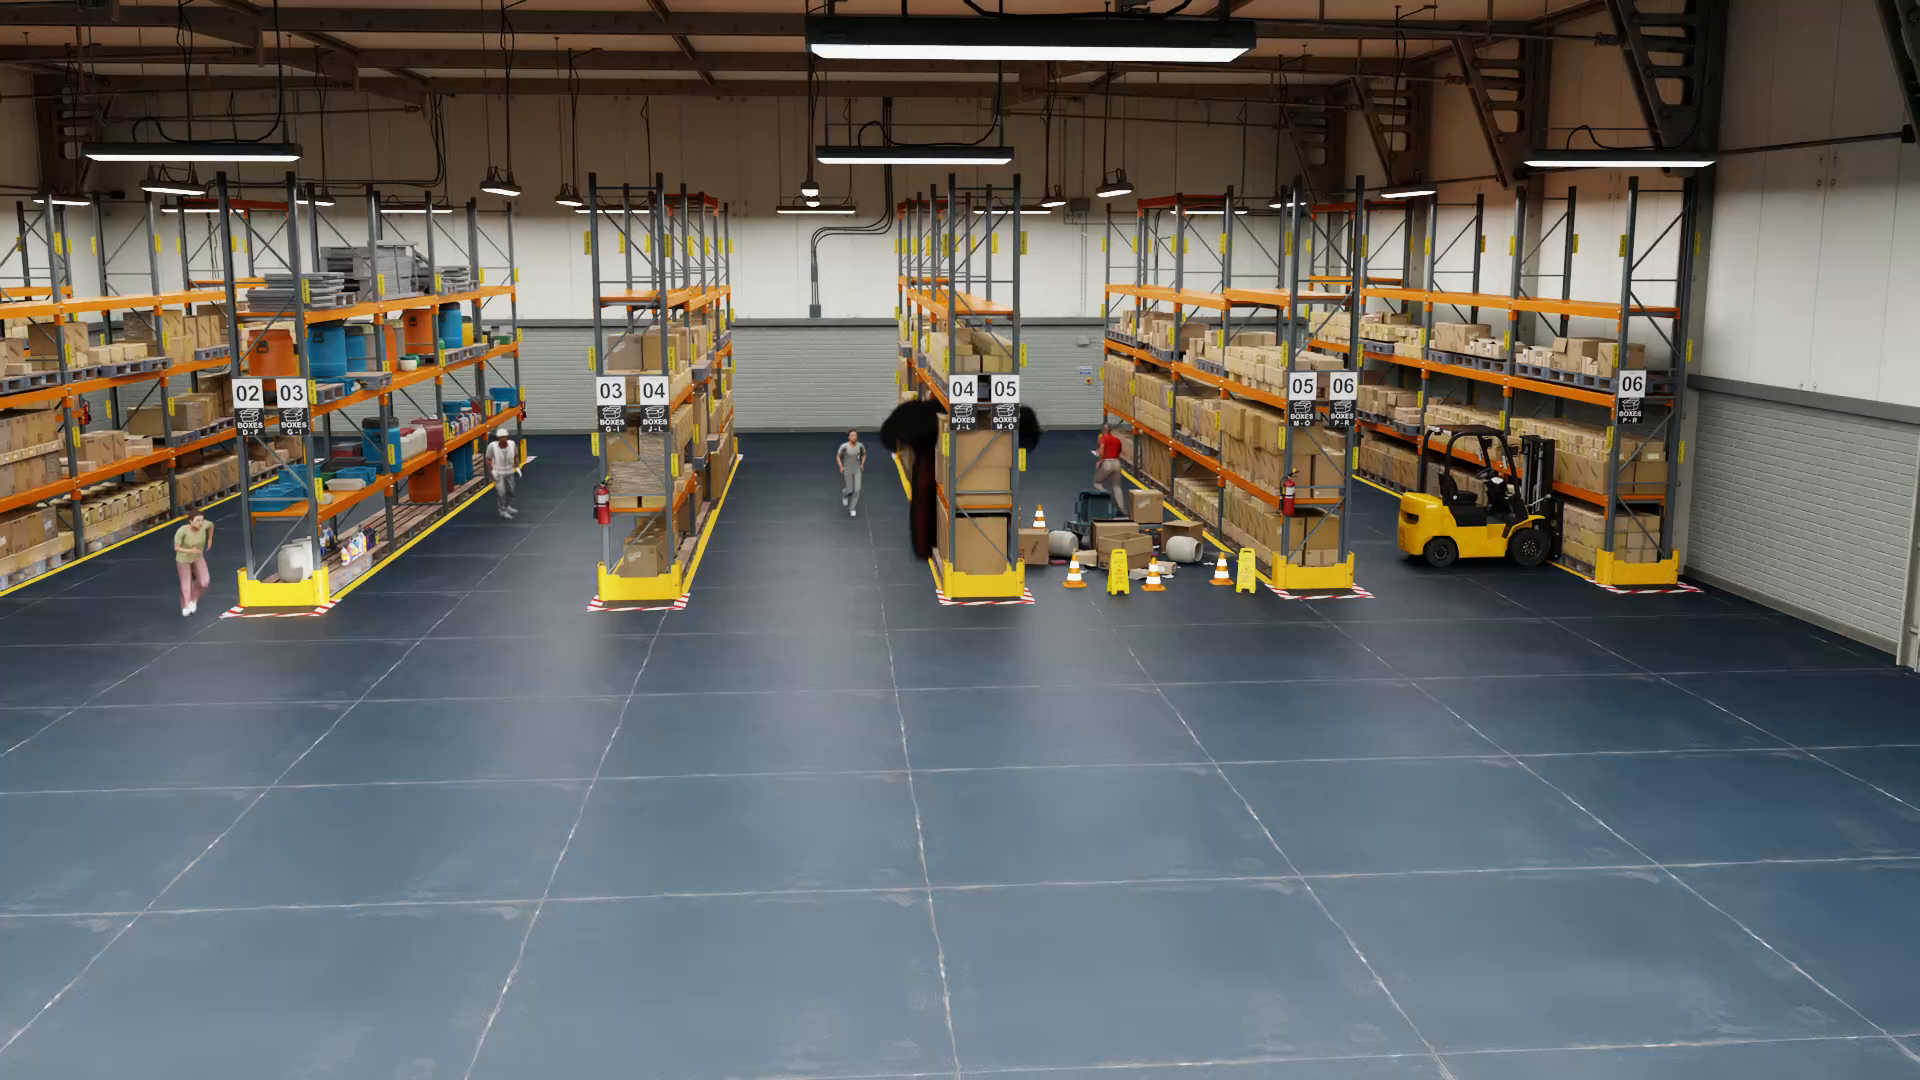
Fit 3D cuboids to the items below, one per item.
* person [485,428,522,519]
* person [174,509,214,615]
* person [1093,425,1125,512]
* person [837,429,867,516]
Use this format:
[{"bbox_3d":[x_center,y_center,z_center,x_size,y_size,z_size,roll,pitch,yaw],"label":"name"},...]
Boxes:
[{"bbox_3d":[-8.501,-1.241,30.875,0.661,1.718,0.819,-8,13,-37],"label":"person"},{"bbox_3d":[-10.416,0.298,22.653,0.852,1.503,0.609,9,14,42],"label":"person"},{"bbox_3d":[2.834,-1.363,31.724,0.663,1.650,0.950,-4,11,-24],"label":"person"},{"bbox_3d":[-2.050,-1.299,31.478,0.578,1.624,0.616,-3,11,-18],"label":"person"}]
